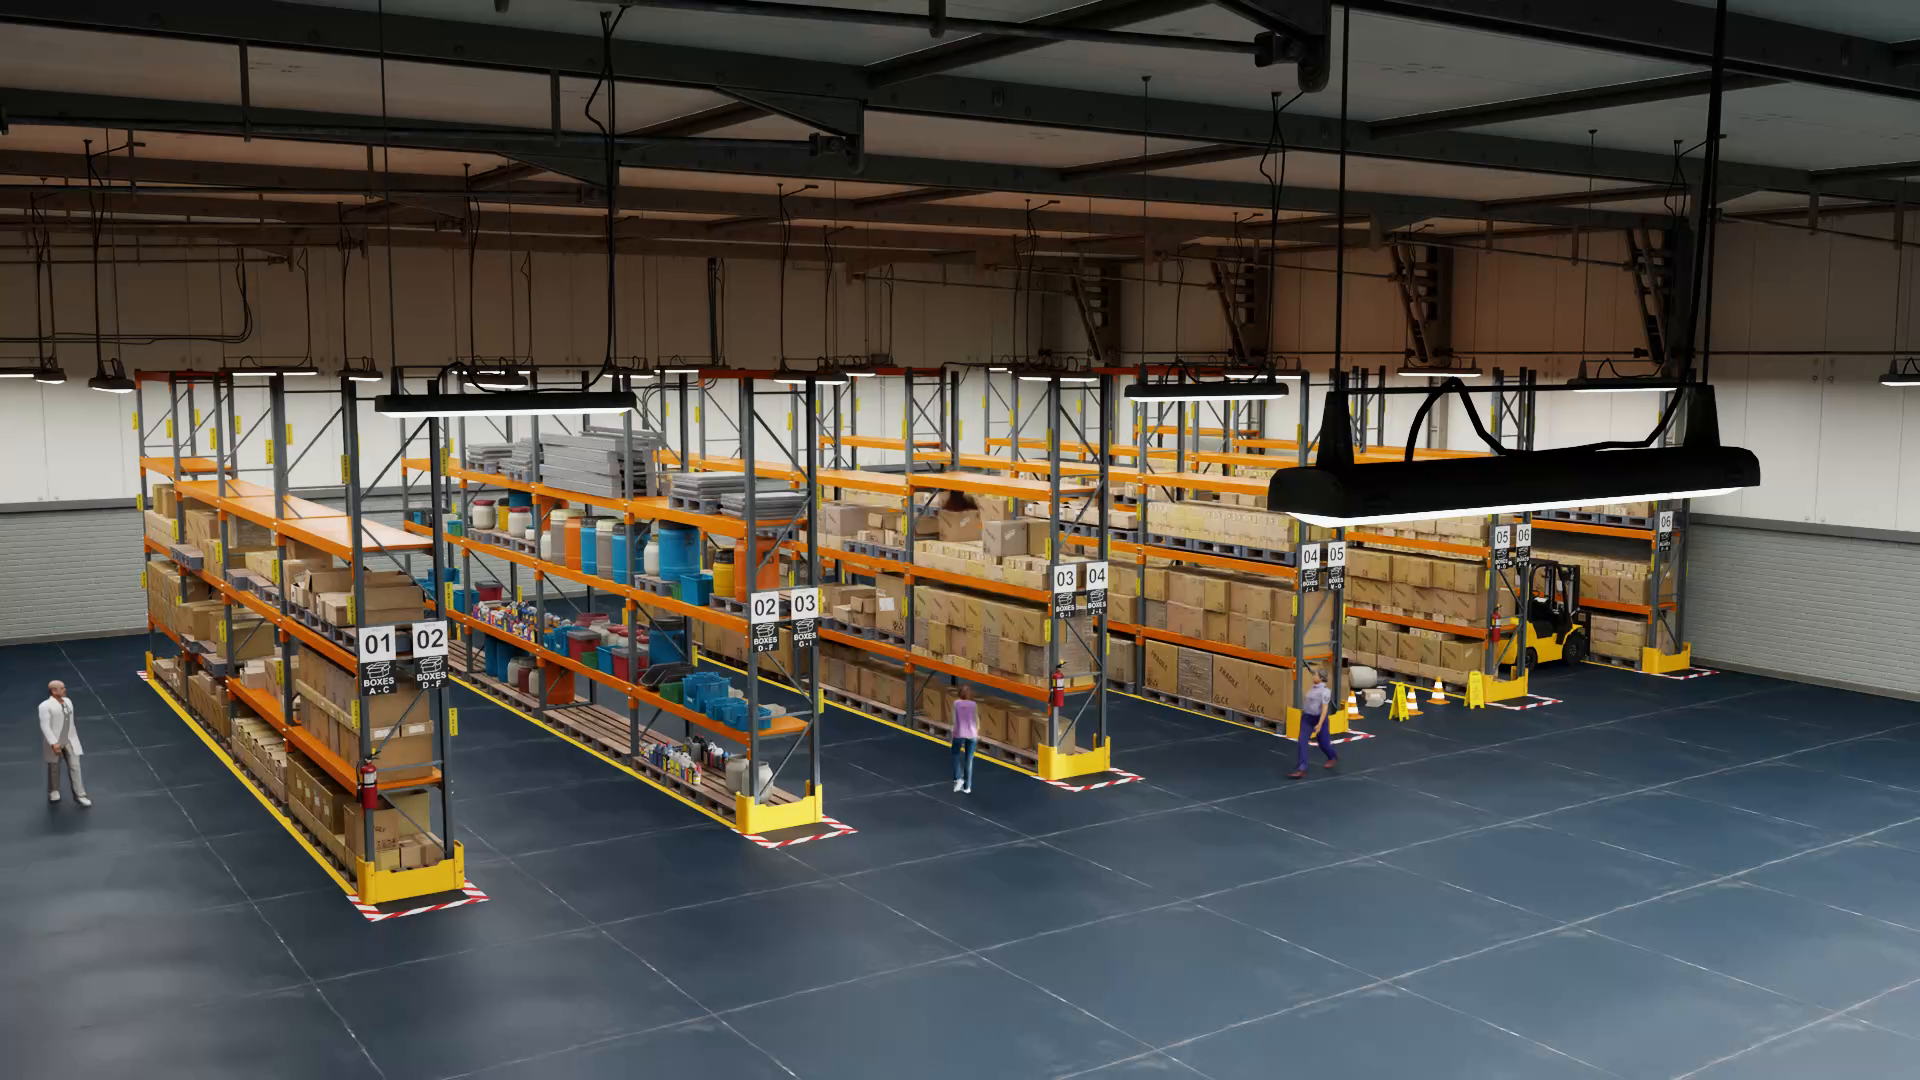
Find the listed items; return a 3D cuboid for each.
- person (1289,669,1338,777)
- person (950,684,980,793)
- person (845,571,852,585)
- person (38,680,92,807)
[{"bbox_3d":[5.344,2.727,24.931,0.464,1.593,0.926,5,8,35],"label":"person"},{"bbox_3d":[0.065,2.840,23.905,0.438,1.593,0.420,-1,6,-6],"label":"person"},{"bbox_3d":[-2.923,0.691,42.641,0.521,1.638,0.862,5,8,39],"label":"person"},{"bbox_3d":[-12.543,2.825,23.203,0.531,1.722,1.079,-6,9,-41],"label":"person"}]
